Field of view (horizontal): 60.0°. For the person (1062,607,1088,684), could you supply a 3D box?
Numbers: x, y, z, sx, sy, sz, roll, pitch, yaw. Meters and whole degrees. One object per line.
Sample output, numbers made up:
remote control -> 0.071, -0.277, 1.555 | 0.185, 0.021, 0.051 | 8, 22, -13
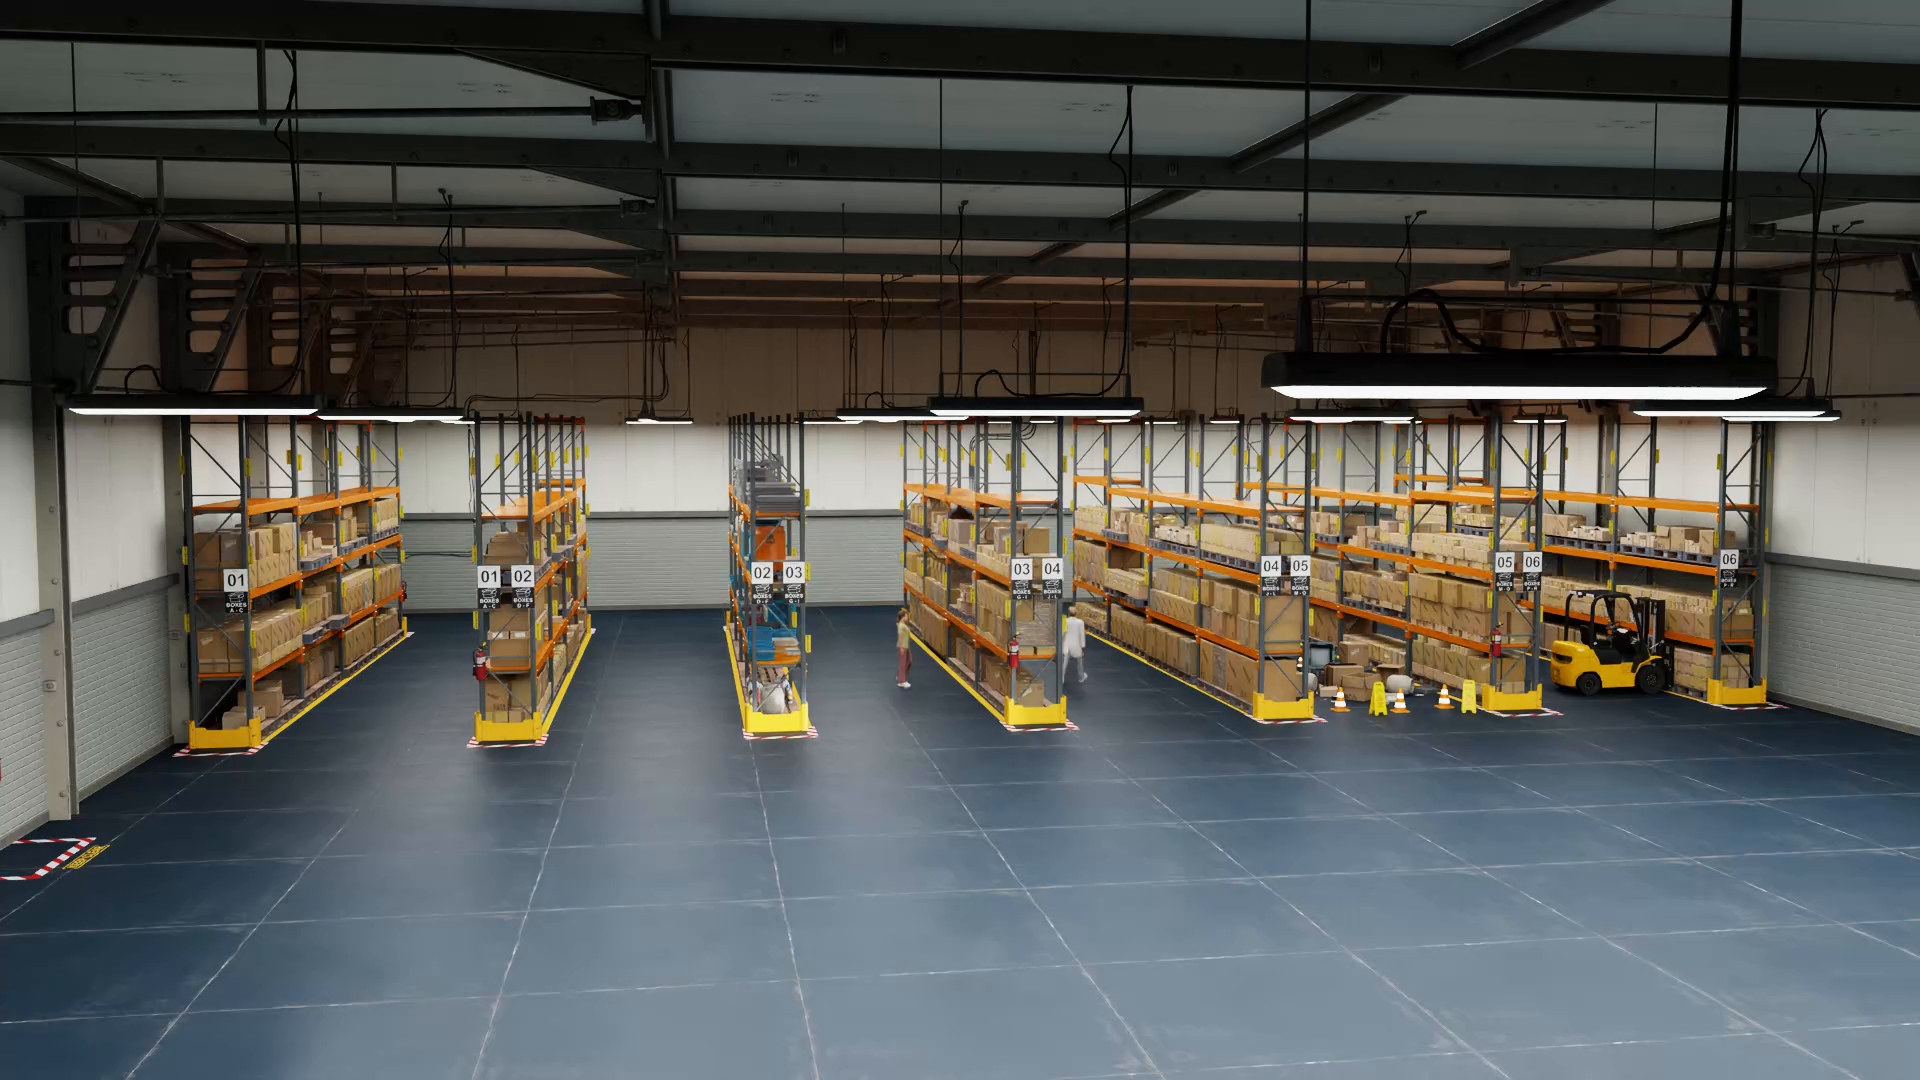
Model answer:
person -> 2.508, 2.339, 37.032 | 0.657, 1.730, 1.132 | 2, 4, 27

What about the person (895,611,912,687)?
person -> -1.257, 2.410, 36.748 | 0.355, 1.706, 0.555 | 0, 4, 3

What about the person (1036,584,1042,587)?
person -> 2.432, 1.316, 51.933 | 0.894, 1.741, 0.568 | -3, 5, -37
